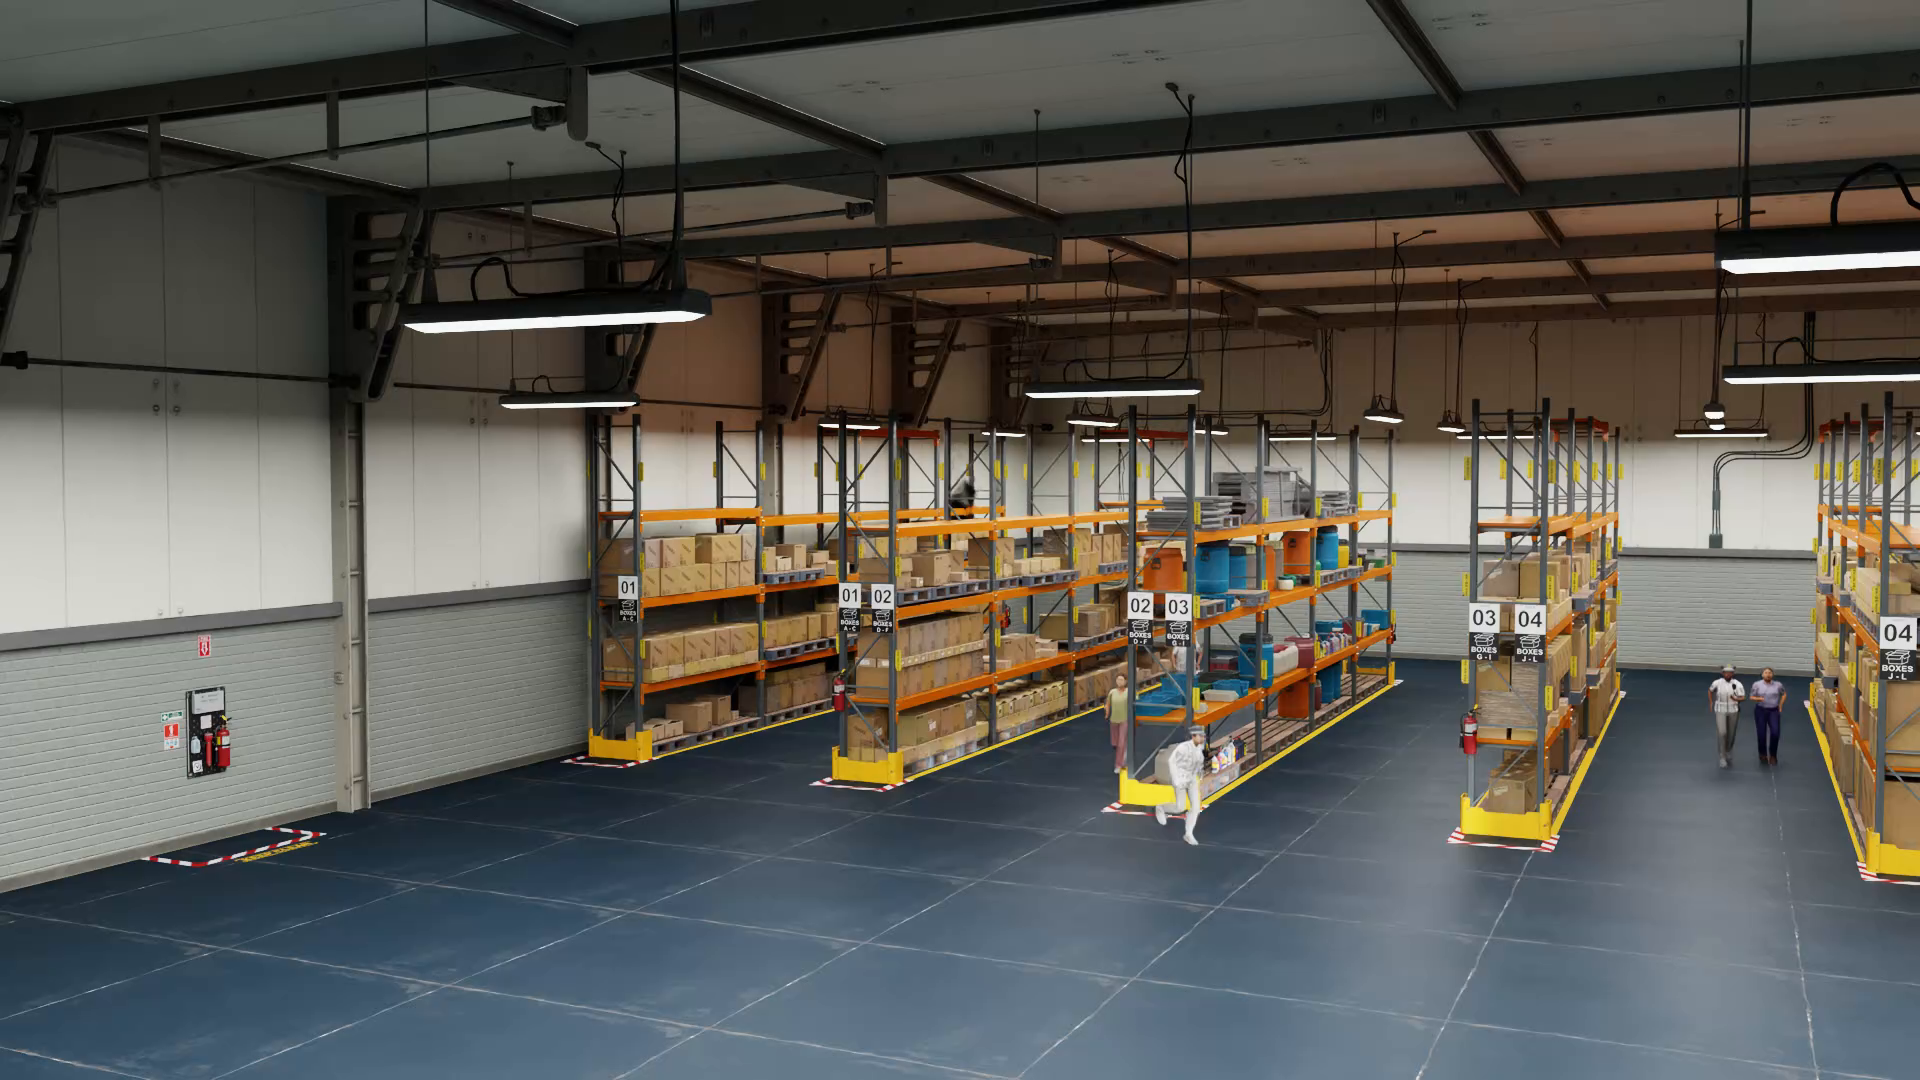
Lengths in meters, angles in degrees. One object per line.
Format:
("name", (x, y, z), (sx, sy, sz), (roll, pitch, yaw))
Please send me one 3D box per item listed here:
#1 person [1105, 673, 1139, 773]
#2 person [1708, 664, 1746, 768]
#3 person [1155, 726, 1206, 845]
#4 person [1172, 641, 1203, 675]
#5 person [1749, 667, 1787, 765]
("person", (2.714, 3.047, 27.839), (0.585, 1.639, 0.715), (1, 3, 21))
("person", (13.116, 2.973, 28.443), (0.563, 1.722, 0.869), (1, 2, 18))
("person", (3.011, 3.290, 22.640), (0.623, 1.632, 0.869), (-2, 3, -42))
("person", (4.778, 2.701, 34.934), (0.653, 1.745, 0.829), (0, 2, 12))
("person", (13.847, 3.027, 28.498), (0.583, 1.669, 0.660), (1, 3, 24))
